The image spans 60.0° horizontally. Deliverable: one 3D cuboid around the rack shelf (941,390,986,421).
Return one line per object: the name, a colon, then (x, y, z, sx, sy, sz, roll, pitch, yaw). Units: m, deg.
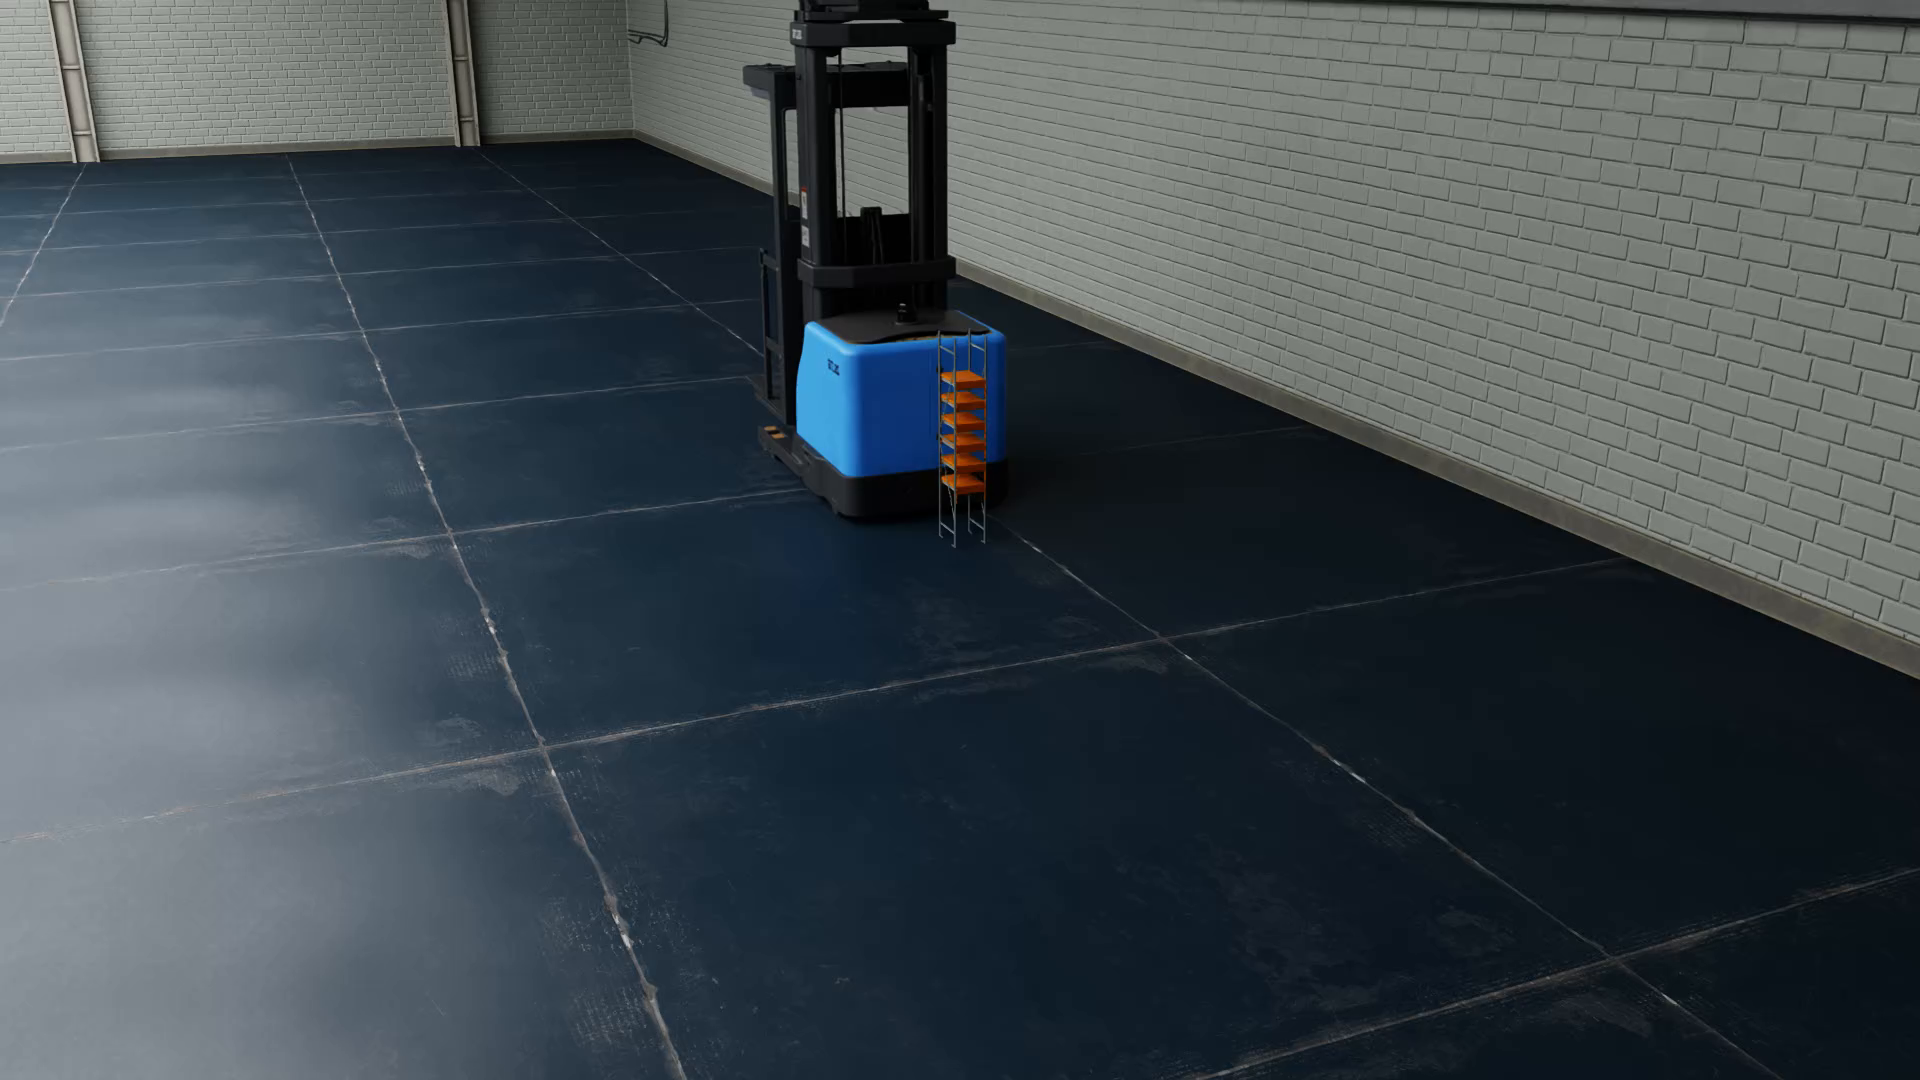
rack shelf: (0.013, -0.752, 9.263, 0.180, 0.103, 0.258, -8, 21, -22)

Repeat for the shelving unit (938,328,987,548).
shelving unit: (0.013, -0.568, 9.328, 0.189, 1.200, 0.258, -8, 21, -22)

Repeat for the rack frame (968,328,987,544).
rack frame: (0.097, -0.580, 9.362, 0.006, 1.200, 0.240, -8, 21, -22)

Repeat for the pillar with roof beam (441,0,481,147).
pillar with roof beam: (-6.938, -9.863, 23.985, 0.400, 9.000, 9.100, -8, 21, -22)

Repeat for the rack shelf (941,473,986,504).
rack shelf: (0.013, -0.300, 9.423, 0.180, 0.103, 0.258, -8, 21, -22)

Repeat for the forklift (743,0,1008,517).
forklift: (-0.719, -1.969, 10.700, 1.130, 2.935, 3.031, -7, 21, -20)

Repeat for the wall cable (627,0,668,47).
wall cable: (-5.414, -9.696, 28.185, 0.112, 2.526, 3.097, -8, 21, -22)

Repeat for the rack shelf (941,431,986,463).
rack shelf: (0.013, -0.526, 9.343, 0.180, 0.103, 0.258, -8, 21, -22)

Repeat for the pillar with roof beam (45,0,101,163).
pillar with roof beam: (-12.447, -9.074, 21.744, 0.400, 9.000, 9.100, -8, 21, -22)

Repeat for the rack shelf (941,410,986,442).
rack shelf: (0.013, -0.639, 9.303, 0.180, 0.103, 0.258, -8, 21, -22)

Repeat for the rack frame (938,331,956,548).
rack frame: (-0.071, -0.556, 9.294, 0.006, 1.200, 0.240, -8, 21, -22)

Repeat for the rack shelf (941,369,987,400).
rack shelf: (0.013, -0.866, 9.223, 0.180, 0.103, 0.258, -8, 21, -22)

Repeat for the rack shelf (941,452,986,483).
rack shelf: (0.013, -0.413, 9.383, 0.180, 0.103, 0.258, -8, 21, -22)
